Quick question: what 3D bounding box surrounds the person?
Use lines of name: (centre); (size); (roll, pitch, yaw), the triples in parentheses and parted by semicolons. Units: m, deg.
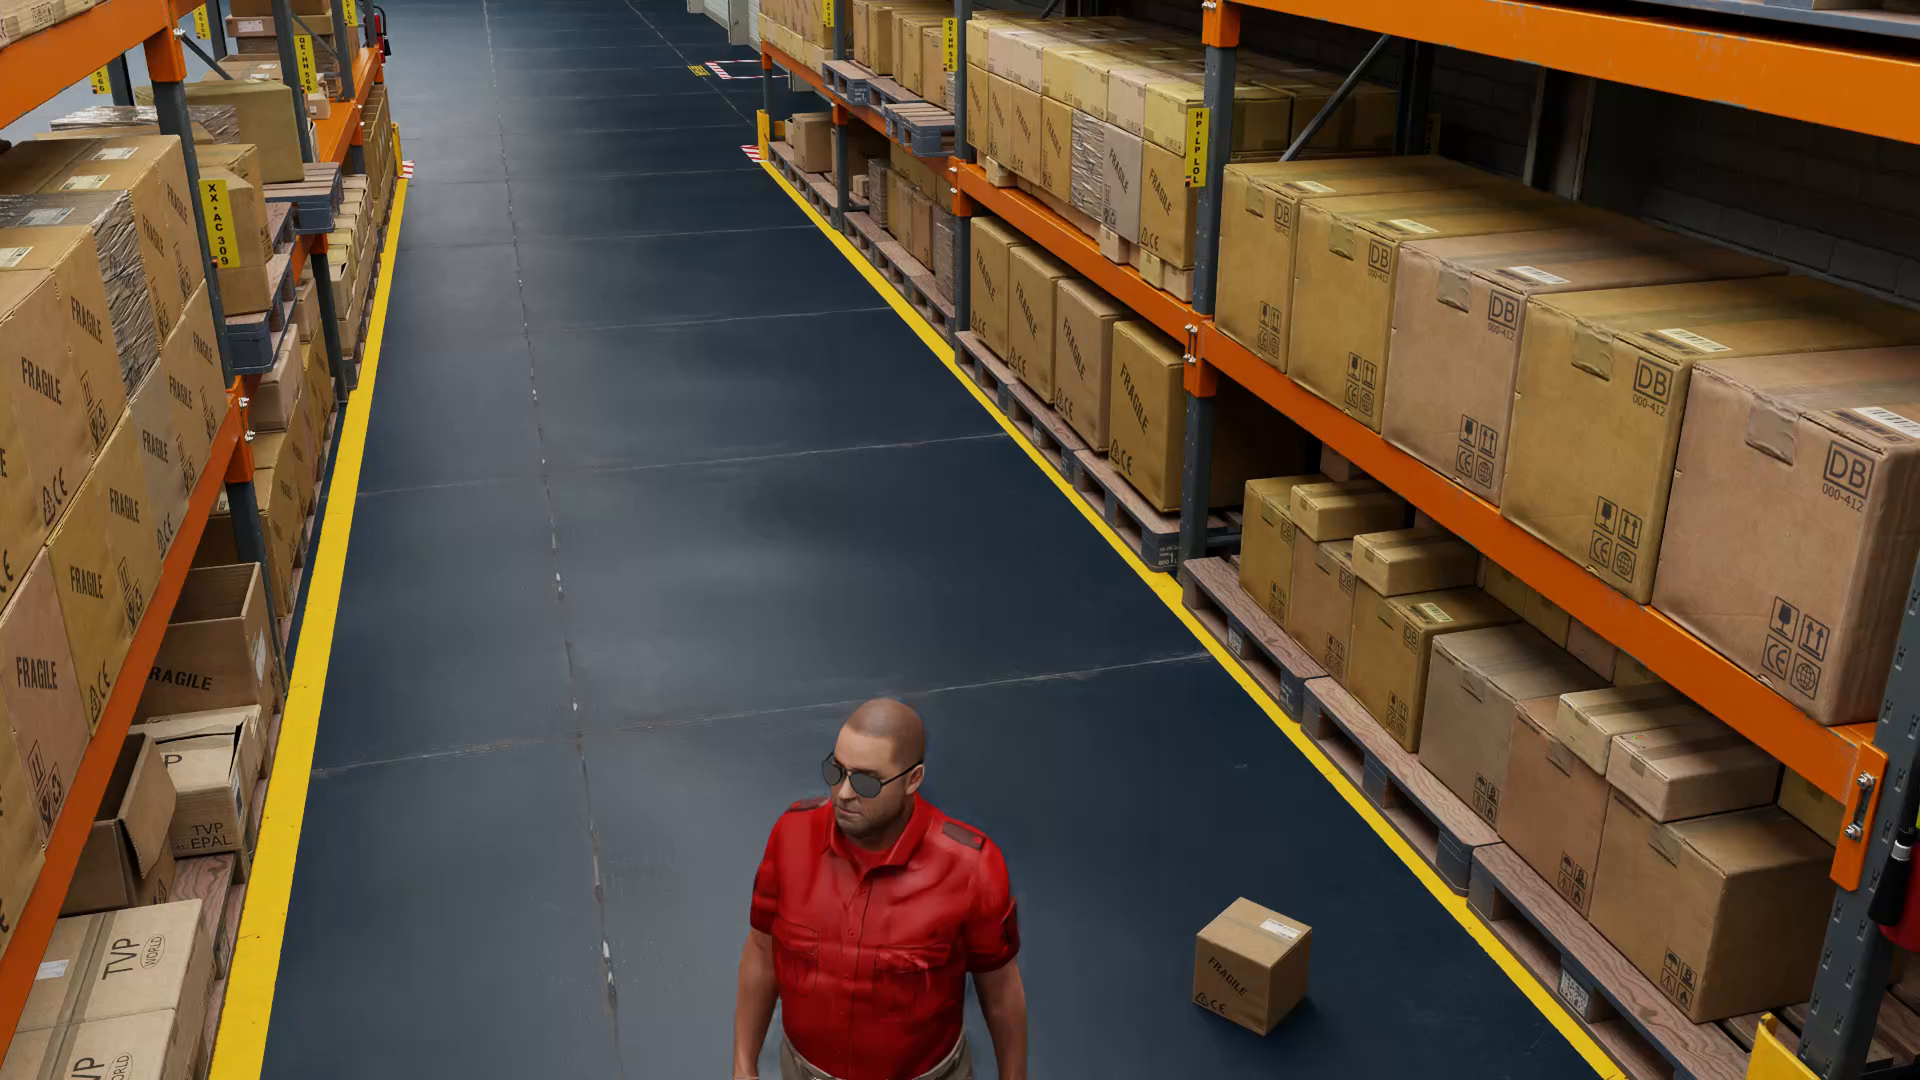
person: (-0.177, 1.159, 3.408); (0.588, 1.800, 0.553); (10, 25, 23)
